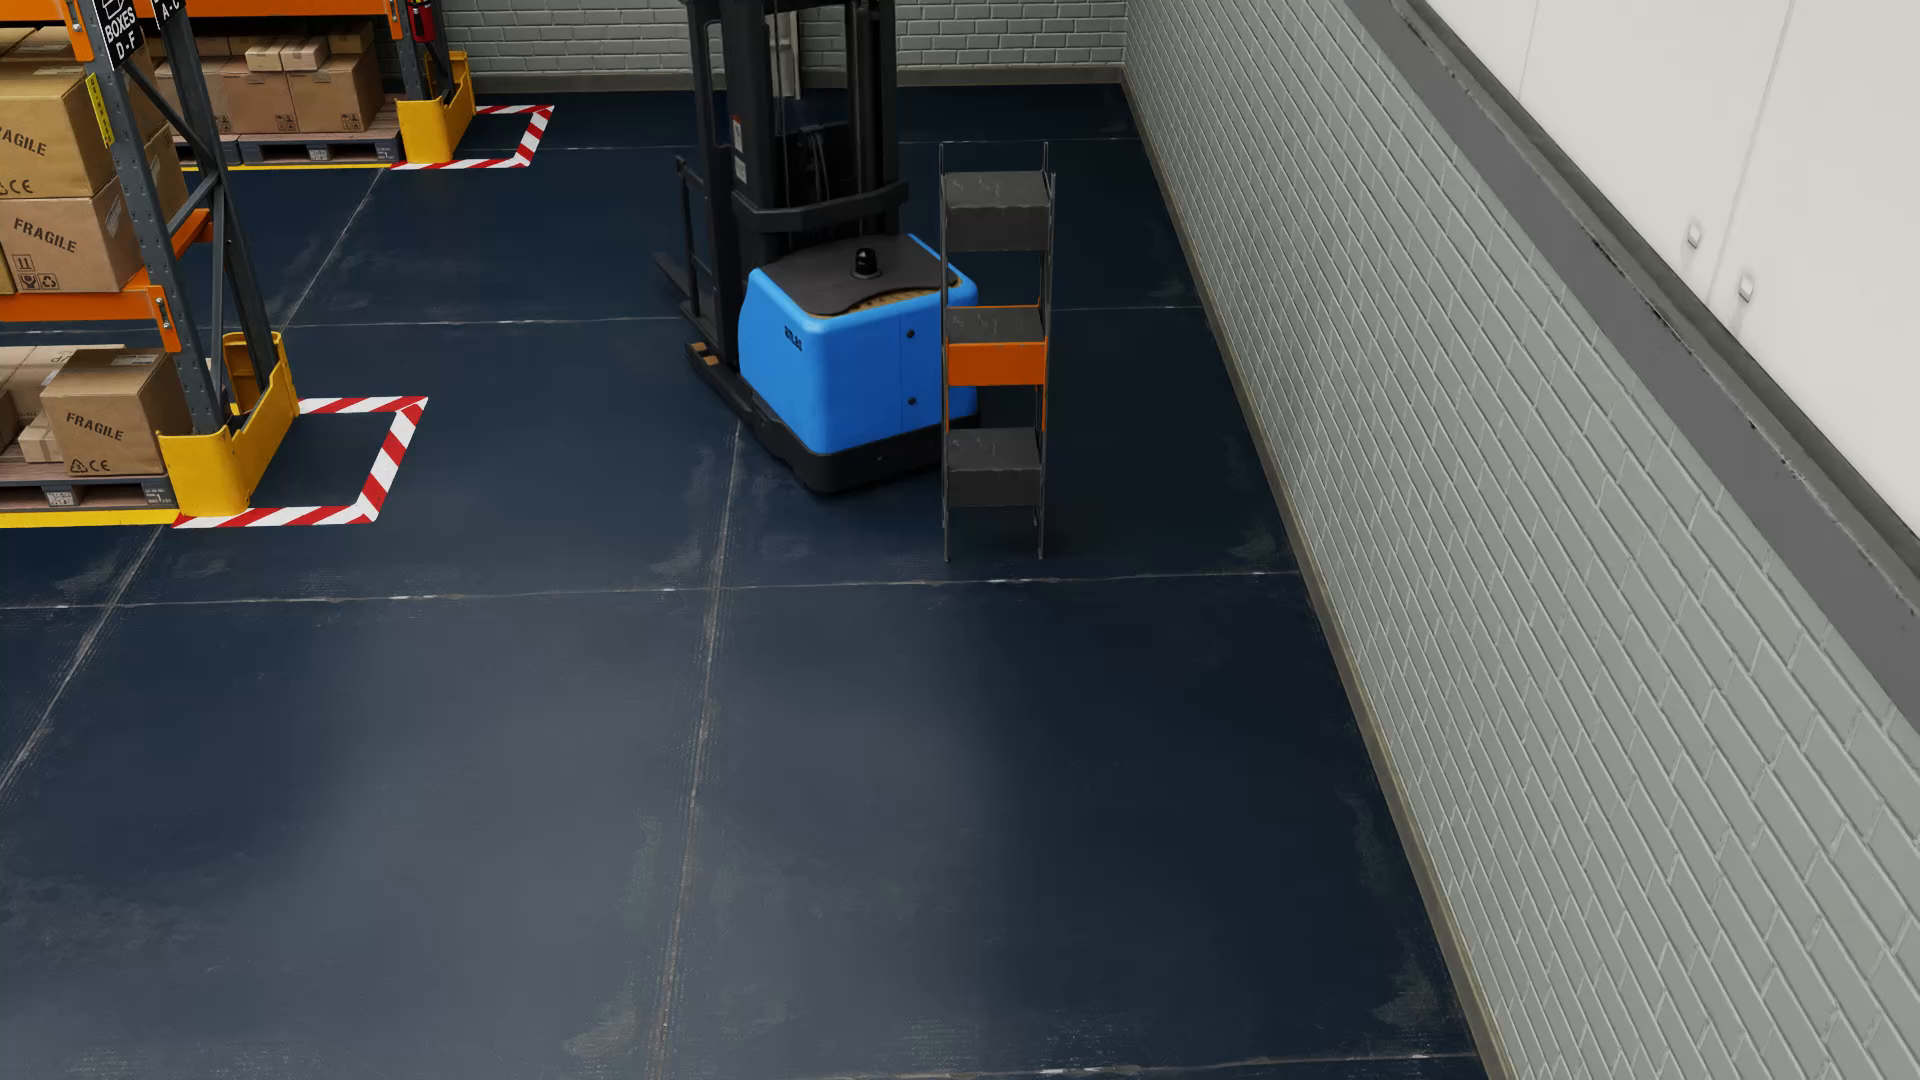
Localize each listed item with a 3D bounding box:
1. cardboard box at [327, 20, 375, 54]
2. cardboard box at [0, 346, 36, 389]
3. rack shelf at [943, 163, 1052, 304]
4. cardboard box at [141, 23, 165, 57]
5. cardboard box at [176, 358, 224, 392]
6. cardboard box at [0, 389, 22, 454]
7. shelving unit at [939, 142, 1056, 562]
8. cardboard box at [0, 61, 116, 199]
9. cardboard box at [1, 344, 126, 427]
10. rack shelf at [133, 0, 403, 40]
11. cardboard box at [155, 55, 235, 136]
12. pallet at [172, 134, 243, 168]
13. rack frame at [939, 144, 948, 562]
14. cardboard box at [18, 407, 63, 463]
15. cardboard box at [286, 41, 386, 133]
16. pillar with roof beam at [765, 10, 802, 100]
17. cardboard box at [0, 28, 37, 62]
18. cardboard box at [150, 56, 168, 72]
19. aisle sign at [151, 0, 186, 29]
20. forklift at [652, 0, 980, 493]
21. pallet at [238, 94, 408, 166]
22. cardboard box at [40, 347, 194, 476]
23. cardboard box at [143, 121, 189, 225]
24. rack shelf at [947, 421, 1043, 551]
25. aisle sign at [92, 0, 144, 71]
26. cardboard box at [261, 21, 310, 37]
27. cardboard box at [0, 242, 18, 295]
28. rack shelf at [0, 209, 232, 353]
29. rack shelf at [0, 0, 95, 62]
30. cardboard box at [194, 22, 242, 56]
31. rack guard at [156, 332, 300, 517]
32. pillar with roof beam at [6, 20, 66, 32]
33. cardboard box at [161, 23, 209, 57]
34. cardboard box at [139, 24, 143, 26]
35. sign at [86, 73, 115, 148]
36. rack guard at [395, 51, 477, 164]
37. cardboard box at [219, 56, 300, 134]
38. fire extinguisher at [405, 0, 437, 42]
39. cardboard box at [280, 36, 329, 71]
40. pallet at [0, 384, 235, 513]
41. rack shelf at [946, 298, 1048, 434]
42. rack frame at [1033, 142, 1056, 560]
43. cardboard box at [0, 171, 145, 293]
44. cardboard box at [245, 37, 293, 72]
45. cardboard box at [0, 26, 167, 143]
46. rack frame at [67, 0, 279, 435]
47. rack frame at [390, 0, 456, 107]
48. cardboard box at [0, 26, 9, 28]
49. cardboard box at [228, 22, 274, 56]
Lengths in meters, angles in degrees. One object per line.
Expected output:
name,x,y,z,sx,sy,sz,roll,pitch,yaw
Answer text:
cardboard box,-4.795,-3.962,13.096,0.250,0.149,0.380,-1,35,-2
cardboard box,-5.533,-0.863,9.391,0.500,0.250,0.500,-2,35,-2
rack shelf,0.165,-1.432,7.768,0.480,0.518,0.431,-2,35,-2
cardboard box,-6.314,-3.920,13.036,0.250,0.149,0.380,-2,35,-3
cardboard box,-4.412,-0.886,9.512,0.250,0.149,0.380,-2,35,-2
cardboard box,-5.460,-0.580,8.982,0.500,0.250,0.500,-2,35,-2
shelving unit,0.165,-0.868,8.159,0.503,2.100,0.431,-2,35,-2
cardboard box,-4.409,-1.977,8.004,0.500,0.500,0.500,-2,35,-3
cardboard box,-5.034,-0.876,9.410,0.500,0.250,0.500,-2,35,-2
rack shelf,-6.214,-4.159,12.756,4.000,0.370,1.077,-2,35,-2
cardboard box,-5.913,-3.550,13.072,0.500,0.500,0.700,-3,35,-4
pallet,-6.227,-3.265,13.282,1.213,0.211,1.003,-2,35,-2
rack frame,-0.078,-0.861,8.149,0.015,2.100,0.400,-2,35,-2
cardboard box,-4.918,-0.594,9.076,0.250,0.166,0.380,-2,35,-2
cardboard box,-4.910,-3.578,13.111,0.500,0.500,0.700,-2,35,-2
pillar with roof beam,-1.356,-5.093,8.201,0.400,9.000,9.100,-2,35,-2
cardboard box,-4.955,-2.265,8.420,0.500,0.500,0.500,-1,35,-2
cardboard box,-6.445,-3.532,13.045,0.500,0.500,0.700,-1,35,-1
aisle sign,-3.924,-2.931,8.064,0.004,0.787,0.394,-2,35,-2
forklift,-1.038,-2.277,9.465,1.130,2.935,3.031,-17,38,-23
pallet,-5.011,-3.296,13.327,1.213,0.211,1.003,-2,35,-2
cardboard box,-4.509,-0.691,8.923,0.500,0.500,0.500,-2,35,-2
cardboard box,-4.433,-1.872,8.731,0.500,0.500,0.500,-1,35,-1
rack shelf,0.165,-0.281,8.565,0.480,0.518,0.431,-2,35,-2
aisle sign,-3.895,-2.590,7.572,0.004,0.787,0.394,-2,35,-2
cardboard box,-5.301,-3.947,13.076,0.250,0.149,0.380,-1,35,-2
cardboard box,-4.930,-1.551,8.268,0.500,0.500,0.500,-1,35,-2
rack shelf,-5.976,-1.343,8.687,4.000,0.370,1.077,-2,35,-2
rack shelf,-5.976,-2.577,7.834,4.000,0.370,1.077,-2,35,-2
cardboard box,-5.805,-3.934,13.056,0.250,0.149,0.380,-1,35,-2
rack guard,-4.054,-0.663,9.269,0.348,0.500,1.175,-2,35,-2
pillar with roof beam,-7.349,-4.931,7.968,0.400,9.000,9.100,-2,35,-2
cardboard box,-6.061,-3.926,13.045,0.250,0.149,0.380,-1,35,-2
cardboard box,-6.572,-3.912,13.025,0.250,0.149,0.380,-1,35,-2
sign,-3.972,-1.983,7.684,0.005,0.325,0.100,-2,35,-2
rack guard,-4.192,-3.481,13.341,0.348,0.500,1.175,-2,35,-2
cardboard box,-5.410,-3.564,13.092,0.500,0.500,0.700,-2,35,-2
fire extinguisher,-4.044,-4.065,12.384,0.183,0.674,0.296,-2,35,-2
cardboard box,-5.030,-3.737,12.772,0.250,0.149,0.380,-2,35,-3
pallet,-4.850,-0.522,9.319,1.213,0.211,1.003,-2,35,-2
rack shelf,0.165,-0.857,8.167,0.480,0.518,0.431,-2,35,-2
rack frame,0.409,-0.874,8.168,0.015,2.100,0.400,-2,35,-2
cardboard box,-4.412,-1.567,8.291,0.500,0.500,0.500,-1,35,-1
cardboard box,-5.285,-3.730,12.762,0.250,0.149,0.380,-1,35,-1
cardboard box,-4.433,-2.283,8.447,0.500,0.500,0.500,-1,35,-1
rack frame,-3.978,-1.693,8.560,0.127,3.000,1.000,-2,35,-2
rack frame,-4.216,-4.509,12.629,0.127,3.000,1.000,-2,35,-2
cardboard box,-7.614,-3.883,12.983,0.250,0.149,0.380,-2,35,-3
cardboard box,-5.551,-3.941,13.066,0.250,0.149,0.380,-1,35,-2
